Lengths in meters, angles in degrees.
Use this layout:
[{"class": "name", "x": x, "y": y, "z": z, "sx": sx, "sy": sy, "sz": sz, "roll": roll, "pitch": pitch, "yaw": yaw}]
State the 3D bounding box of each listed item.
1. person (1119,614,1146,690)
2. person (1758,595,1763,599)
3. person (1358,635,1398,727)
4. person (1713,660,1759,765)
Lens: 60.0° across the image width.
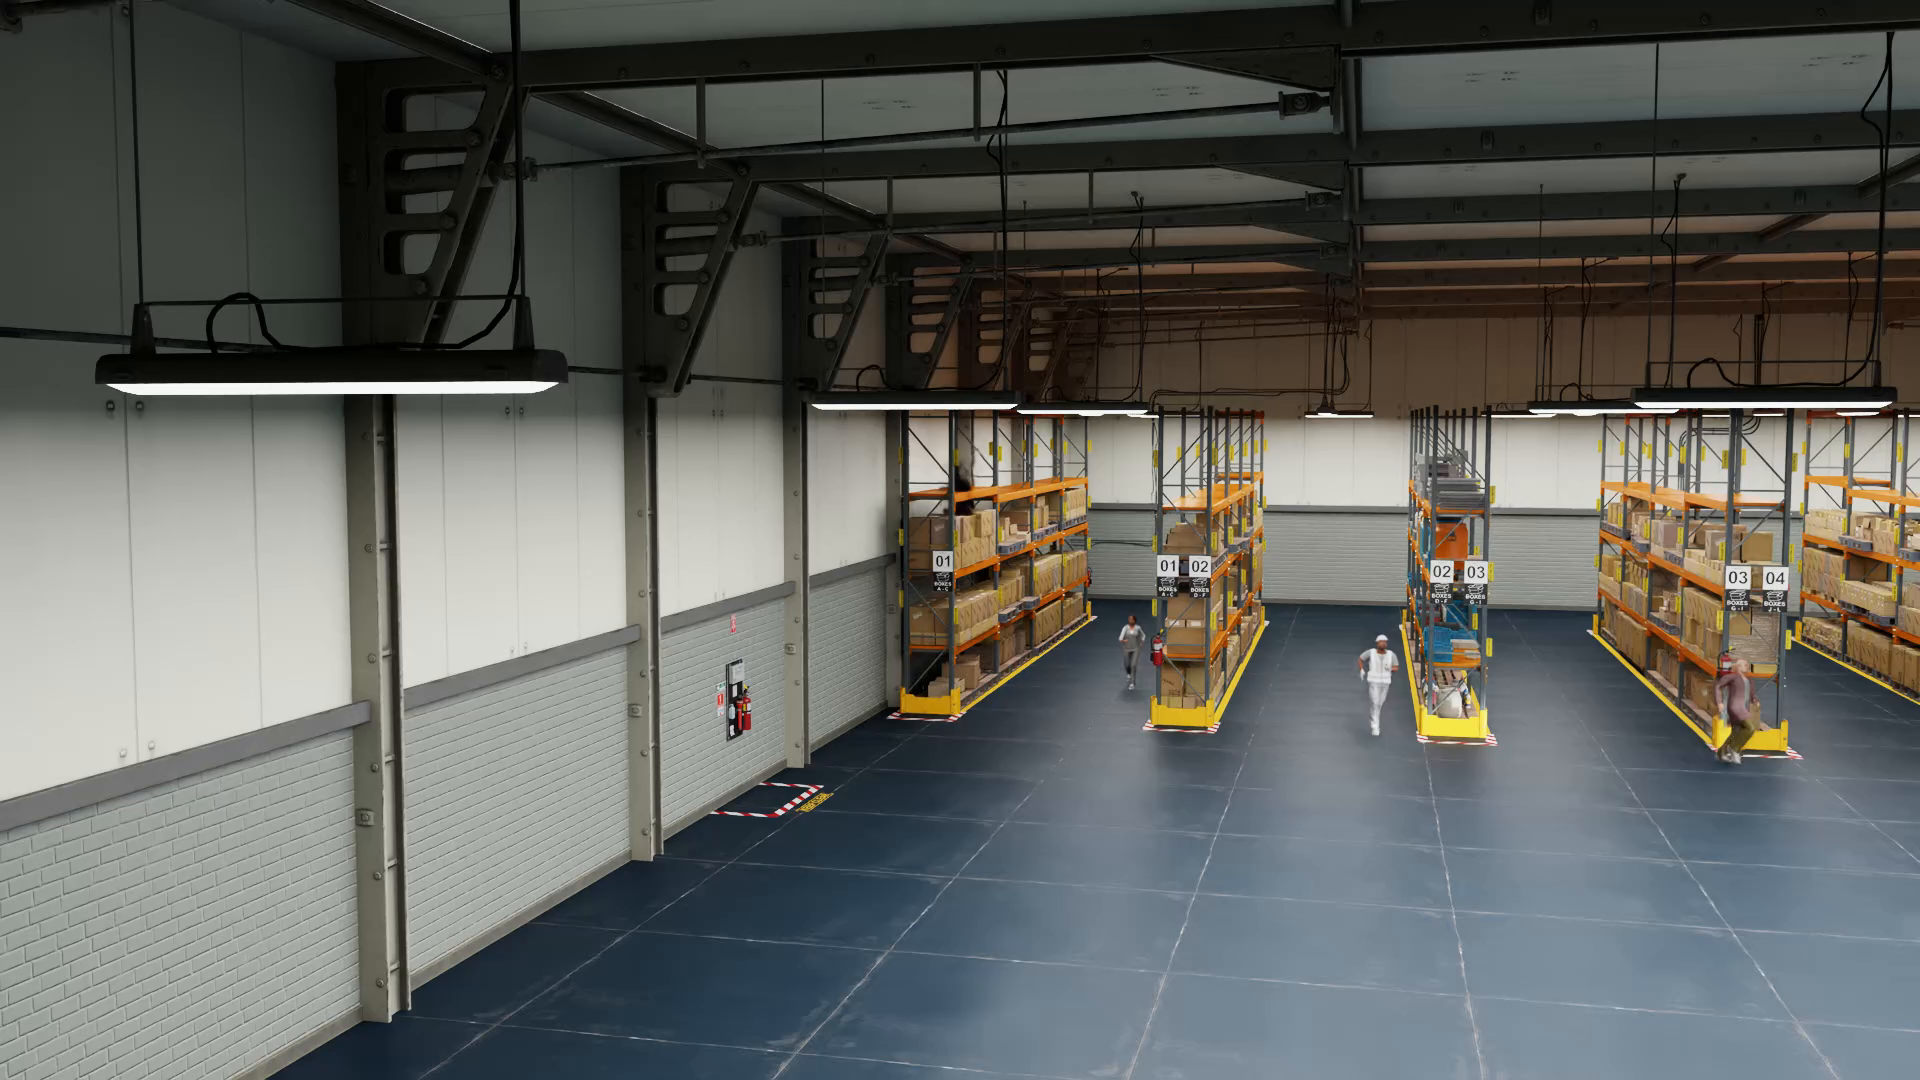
[{"class": "person", "x": 3.685, "y": 2.374, "z": 35.611, "sx": 0.548, "sy": 1.571, "sz": 0.832, "roll": 1, "pitch": 4, "yaw": 11}, {"class": "person", "x": 21.648, "y": 1.719, "z": 44.503, "sx": 0.657, "sy": 1.634, "sz": 0.735, "roll": -1, "pitch": 4, "yaw": -20}, {"class": "person", "x": 7.678, "y": 2.563, "z": 30.470, "sx": 0.667, "sy": 1.665, "sz": 0.723, "roll": 0, "pitch": 4, "yaw": -4}, {"class": "person", "x": 13.012, "y": 2.858, "z": 27.700, "sx": 0.696, "sy": 1.712, "sz": 0.677, "roll": -2, "pitch": 5, "yaw": -31}]
